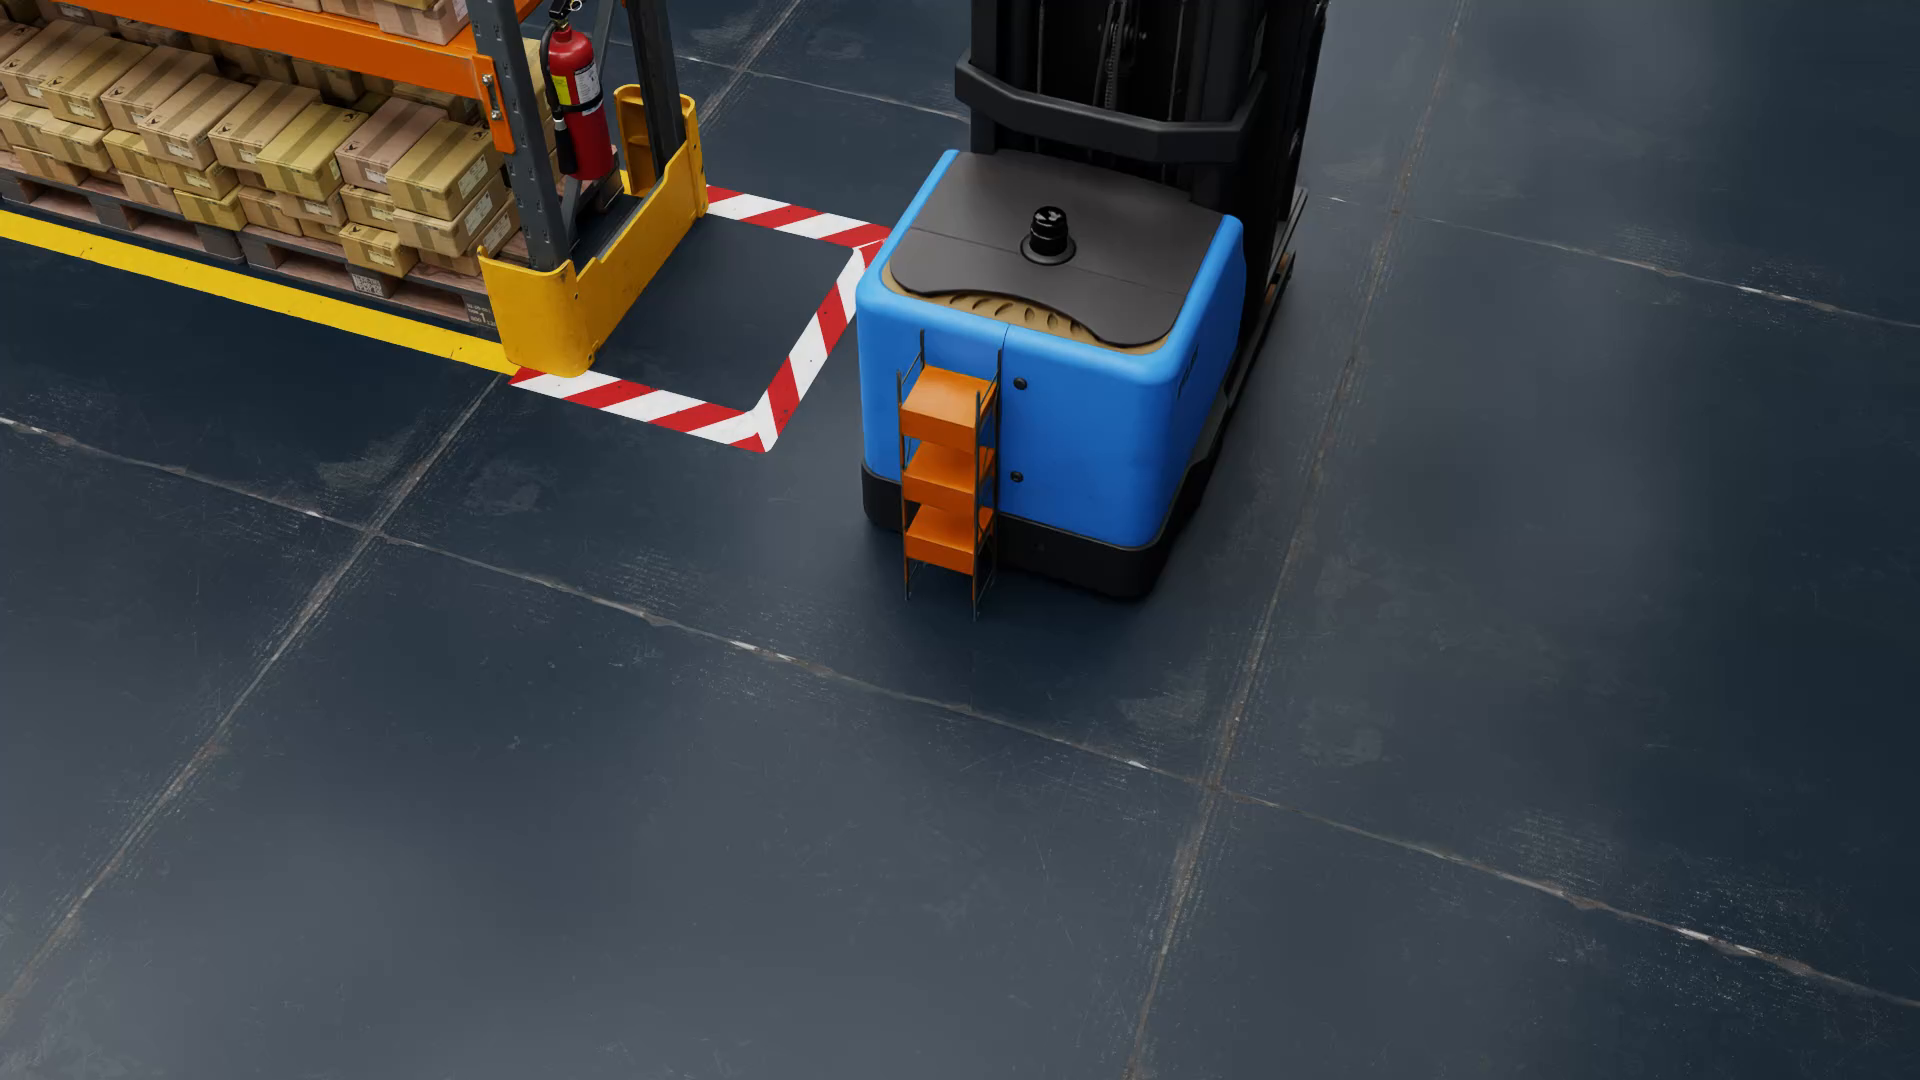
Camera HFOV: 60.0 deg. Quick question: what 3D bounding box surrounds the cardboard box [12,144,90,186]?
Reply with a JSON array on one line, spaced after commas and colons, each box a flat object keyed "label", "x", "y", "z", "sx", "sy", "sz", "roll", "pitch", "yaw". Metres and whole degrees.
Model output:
[{"label": "cardboard box", "x": -3.615, "y": -1.637, "z": 6.792, "sx": 0.250, "sy": 0.149, "sz": 0.380, "roll": 14, "pitch": 51, "yaw": 12}]

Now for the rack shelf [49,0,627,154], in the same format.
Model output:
[{"label": "rack shelf", "x": -3.201, "y": -2.308, "z": 6.241, "sx": 4.000, "sy": 0.370, "sz": 1.077, "roll": 16, "pitch": 51, "yaw": 13}]

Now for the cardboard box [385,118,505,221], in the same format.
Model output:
[{"label": "cardboard box", "x": -1.909, "y": -1.377, "z": 6.174, "sx": 0.250, "sy": 0.149, "sz": 0.380, "roll": 16, "pitch": 51, "yaw": 14}]

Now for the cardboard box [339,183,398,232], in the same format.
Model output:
[{"label": "cardboard box", "x": -2.145, "y": -1.363, "z": 6.358, "sx": 0.250, "sy": 0.149, "sz": 0.380, "roll": 15, "pitch": 51, "yaw": 12}]

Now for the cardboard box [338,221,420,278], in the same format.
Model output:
[{"label": "cardboard box", "x": -2.167, "y": -1.209, "z": 6.421, "sx": 0.250, "sy": 0.149, "sz": 0.380, "roll": 17, "pitch": 51, "yaw": 14}]

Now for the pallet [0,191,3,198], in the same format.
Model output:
[{"label": "pallet", "x": -4.434, "y": -2.003, "z": 7.346, "sx": 1.213, "sy": 0.211, "sz": 1.003, "roll": 16, "pitch": 51, "yaw": 13}]

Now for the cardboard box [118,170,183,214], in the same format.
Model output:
[{"label": "cardboard box", "x": -3.131, "y": -1.503, "z": 6.676, "sx": 0.250, "sy": 0.149, "sz": 0.380, "roll": 17, "pitch": 51, "yaw": 14}]

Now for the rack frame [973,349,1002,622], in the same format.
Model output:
[{"label": "rack frame", "x": 0.084, "y": -0.143, "z": 5.179, "sx": 0.008, "sy": 1.050, "sz": 0.200, "roll": 16, "pitch": 51, "yaw": 13}]

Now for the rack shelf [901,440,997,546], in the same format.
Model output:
[{"label": "rack shelf", "x": -0.031, "y": -0.168, "z": 5.215, "sx": 0.240, "sy": 0.259, "sz": 0.215, "roll": 16, "pitch": 51, "yaw": 13}]

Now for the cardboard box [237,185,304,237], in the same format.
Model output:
[{"label": "cardboard box", "x": -2.621, "y": -1.394, "z": 6.582, "sx": 0.250, "sy": 0.149, "sz": 0.380, "roll": 16, "pitch": 51, "yaw": 13}]

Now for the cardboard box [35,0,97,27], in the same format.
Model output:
[{"label": "cardboard box", "x": -3.661, "y": -2.329, "z": 6.999, "sx": 0.250, "sy": 0.149, "sz": 0.380, "roll": 13, "pitch": 50, "yaw": 11}]

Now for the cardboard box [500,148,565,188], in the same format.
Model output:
[{"label": "cardboard box", "x": -1.705, "y": -1.587, "z": 6.749, "sx": 0.250, "sy": 0.149, "sz": 0.380, "roll": 17, "pitch": 51, "yaw": 14}]

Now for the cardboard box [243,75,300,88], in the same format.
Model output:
[{"label": "cardboard box", "x": -2.709, "y": -1.899, "z": 6.823, "sx": 0.250, "sy": 0.149, "sz": 0.380, "roll": 13, "pitch": 50, "yaw": 11}]

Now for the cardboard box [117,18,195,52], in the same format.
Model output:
[{"label": "cardboard box", "x": -3.209, "y": -2.125, "z": 6.821, "sx": 0.250, "sy": 0.149, "sz": 0.380, "roll": 16, "pitch": 51, "yaw": 13}]

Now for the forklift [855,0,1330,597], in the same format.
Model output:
[{"label": "forklift", "x": 0.678, "y": -1.908, "z": 5.464, "sx": 1.130, "sy": 2.935, "sz": 3.031, "roll": 17, "pitch": 51, "yaw": 14}]

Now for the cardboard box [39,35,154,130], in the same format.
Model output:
[{"label": "cardboard box", "x": -3.368, "y": -1.801, "z": 6.541, "sx": 0.250, "sy": 0.149, "sz": 0.380, "roll": 16, "pitch": 51, "yaw": 13}]

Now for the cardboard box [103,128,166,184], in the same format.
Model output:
[{"label": "cardboard box", "x": -3.131, "y": -1.598, "z": 6.562, "sx": 0.250, "sy": 0.149, "sz": 0.380, "roll": 18, "pitch": 51, "yaw": 15}]

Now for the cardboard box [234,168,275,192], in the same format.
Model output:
[{"label": "cardboard box", "x": -2.623, "y": -1.535, "z": 6.507, "sx": 0.250, "sy": 0.149, "sz": 0.380, "roll": 15, "pitch": 51, "yaw": 13}]

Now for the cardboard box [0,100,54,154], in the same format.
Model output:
[{"label": "cardboard box", "x": -3.621, "y": -1.733, "z": 6.679, "sx": 0.250, "sy": 0.149, "sz": 0.380, "roll": 15, "pitch": 51, "yaw": 13}]

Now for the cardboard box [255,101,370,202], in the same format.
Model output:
[{"label": "cardboard box", "x": -2.412, "y": -1.461, "z": 6.247, "sx": 0.250, "sy": 0.149, "sz": 0.380, "roll": 15, "pitch": 51, "yaw": 12}]

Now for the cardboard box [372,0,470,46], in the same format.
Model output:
[{"label": "cardboard box", "x": -1.728, "y": -1.822, "z": 5.511, "sx": 0.250, "sy": 0.149, "sz": 0.380, "roll": 16, "pitch": 51, "yaw": 13}]

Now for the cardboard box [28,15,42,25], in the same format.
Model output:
[{"label": "cardboard box", "x": -3.954, "y": -2.256, "z": 7.132, "sx": 0.250, "sy": 0.149, "sz": 0.380, "roll": 16, "pitch": 51, "yaw": 13}]

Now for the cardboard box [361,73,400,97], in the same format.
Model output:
[{"label": "cardboard box", "x": -2.190, "y": -1.940, "z": 6.661, "sx": 0.250, "sy": 0.149, "sz": 0.380, "roll": 15, "pitch": 51, "yaw": 13}]

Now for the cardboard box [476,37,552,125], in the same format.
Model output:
[{"label": "cardboard box", "x": -1.698, "y": -1.796, "z": 6.537, "sx": 0.250, "sy": 0.149, "sz": 0.380, "roll": 14, "pitch": 50, "yaw": 11}]

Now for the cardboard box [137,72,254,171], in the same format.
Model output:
[{"label": "cardboard box", "x": -2.904, "y": -1.605, "z": 6.371, "sx": 0.250, "sy": 0.149, "sz": 0.380, "roll": 17, "pitch": 51, "yaw": 14}]

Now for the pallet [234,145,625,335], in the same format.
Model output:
[{"label": "pallet", "x": -2.146, "y": -1.364, "z": 6.792, "sx": 1.213, "sy": 0.211, "sz": 1.003, "roll": 16, "pitch": 51, "yaw": 13}]

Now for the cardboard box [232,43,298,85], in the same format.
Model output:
[{"label": "cardboard box", "x": -2.709, "y": -2.025, "z": 6.735, "sx": 0.250, "sy": 0.149, "sz": 0.380, "roll": 17, "pitch": 51, "yaw": 15}]

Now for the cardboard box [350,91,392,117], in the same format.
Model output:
[{"label": "cardboard box", "x": -2.225, "y": -1.753, "z": 6.696, "sx": 0.250, "sy": 0.149, "sz": 0.380, "roll": 16, "pitch": 51, "yaw": 14}]

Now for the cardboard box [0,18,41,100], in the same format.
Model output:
[{"label": "cardboard box", "x": -3.870, "y": -1.906, "z": 6.632, "sx": 0.250, "sy": 0.149, "sz": 0.380, "roll": 17, "pitch": 51, "yaw": 14}]

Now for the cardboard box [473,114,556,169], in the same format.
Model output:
[{"label": "cardboard box", "x": -1.727, "y": -1.640, "z": 6.598, "sx": 0.250, "sy": 0.149, "sz": 0.380, "roll": 18, "pitch": 51, "yaw": 15}]

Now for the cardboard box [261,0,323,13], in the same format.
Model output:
[{"label": "cardboard box", "x": -2.189, "y": -1.969, "z": 5.638, "sx": 0.250, "sy": 0.149, "sz": 0.380, "roll": 15, "pitch": 51, "yaw": 13}]

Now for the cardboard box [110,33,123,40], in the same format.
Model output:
[{"label": "cardboard box", "x": -3.464, "y": -2.119, "z": 7.013, "sx": 0.250, "sy": 0.149, "sz": 0.380, "roll": 13, "pitch": 50, "yaw": 11}]

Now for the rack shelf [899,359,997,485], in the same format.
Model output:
[{"label": "rack shelf", "x": -0.031, "y": -0.354, "z": 5.001, "sx": 0.240, "sy": 0.259, "sz": 0.215, "roll": 16, "pitch": 51, "yaw": 13}]

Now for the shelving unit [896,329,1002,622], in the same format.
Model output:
[{"label": "shelving unit", "x": -0.031, "y": -0.175, "z": 5.207, "sx": 0.252, "sy": 1.050, "sz": 0.215, "roll": 16, "pitch": 51, "yaw": 13}]

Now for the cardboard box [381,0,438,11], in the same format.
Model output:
[{"label": "cardboard box", "x": -1.835, "y": -2.085, "z": 5.309, "sx": 0.500, "sy": 0.500, "sz": 0.500, "roll": 17, "pitch": 51, "yaw": 14}]
